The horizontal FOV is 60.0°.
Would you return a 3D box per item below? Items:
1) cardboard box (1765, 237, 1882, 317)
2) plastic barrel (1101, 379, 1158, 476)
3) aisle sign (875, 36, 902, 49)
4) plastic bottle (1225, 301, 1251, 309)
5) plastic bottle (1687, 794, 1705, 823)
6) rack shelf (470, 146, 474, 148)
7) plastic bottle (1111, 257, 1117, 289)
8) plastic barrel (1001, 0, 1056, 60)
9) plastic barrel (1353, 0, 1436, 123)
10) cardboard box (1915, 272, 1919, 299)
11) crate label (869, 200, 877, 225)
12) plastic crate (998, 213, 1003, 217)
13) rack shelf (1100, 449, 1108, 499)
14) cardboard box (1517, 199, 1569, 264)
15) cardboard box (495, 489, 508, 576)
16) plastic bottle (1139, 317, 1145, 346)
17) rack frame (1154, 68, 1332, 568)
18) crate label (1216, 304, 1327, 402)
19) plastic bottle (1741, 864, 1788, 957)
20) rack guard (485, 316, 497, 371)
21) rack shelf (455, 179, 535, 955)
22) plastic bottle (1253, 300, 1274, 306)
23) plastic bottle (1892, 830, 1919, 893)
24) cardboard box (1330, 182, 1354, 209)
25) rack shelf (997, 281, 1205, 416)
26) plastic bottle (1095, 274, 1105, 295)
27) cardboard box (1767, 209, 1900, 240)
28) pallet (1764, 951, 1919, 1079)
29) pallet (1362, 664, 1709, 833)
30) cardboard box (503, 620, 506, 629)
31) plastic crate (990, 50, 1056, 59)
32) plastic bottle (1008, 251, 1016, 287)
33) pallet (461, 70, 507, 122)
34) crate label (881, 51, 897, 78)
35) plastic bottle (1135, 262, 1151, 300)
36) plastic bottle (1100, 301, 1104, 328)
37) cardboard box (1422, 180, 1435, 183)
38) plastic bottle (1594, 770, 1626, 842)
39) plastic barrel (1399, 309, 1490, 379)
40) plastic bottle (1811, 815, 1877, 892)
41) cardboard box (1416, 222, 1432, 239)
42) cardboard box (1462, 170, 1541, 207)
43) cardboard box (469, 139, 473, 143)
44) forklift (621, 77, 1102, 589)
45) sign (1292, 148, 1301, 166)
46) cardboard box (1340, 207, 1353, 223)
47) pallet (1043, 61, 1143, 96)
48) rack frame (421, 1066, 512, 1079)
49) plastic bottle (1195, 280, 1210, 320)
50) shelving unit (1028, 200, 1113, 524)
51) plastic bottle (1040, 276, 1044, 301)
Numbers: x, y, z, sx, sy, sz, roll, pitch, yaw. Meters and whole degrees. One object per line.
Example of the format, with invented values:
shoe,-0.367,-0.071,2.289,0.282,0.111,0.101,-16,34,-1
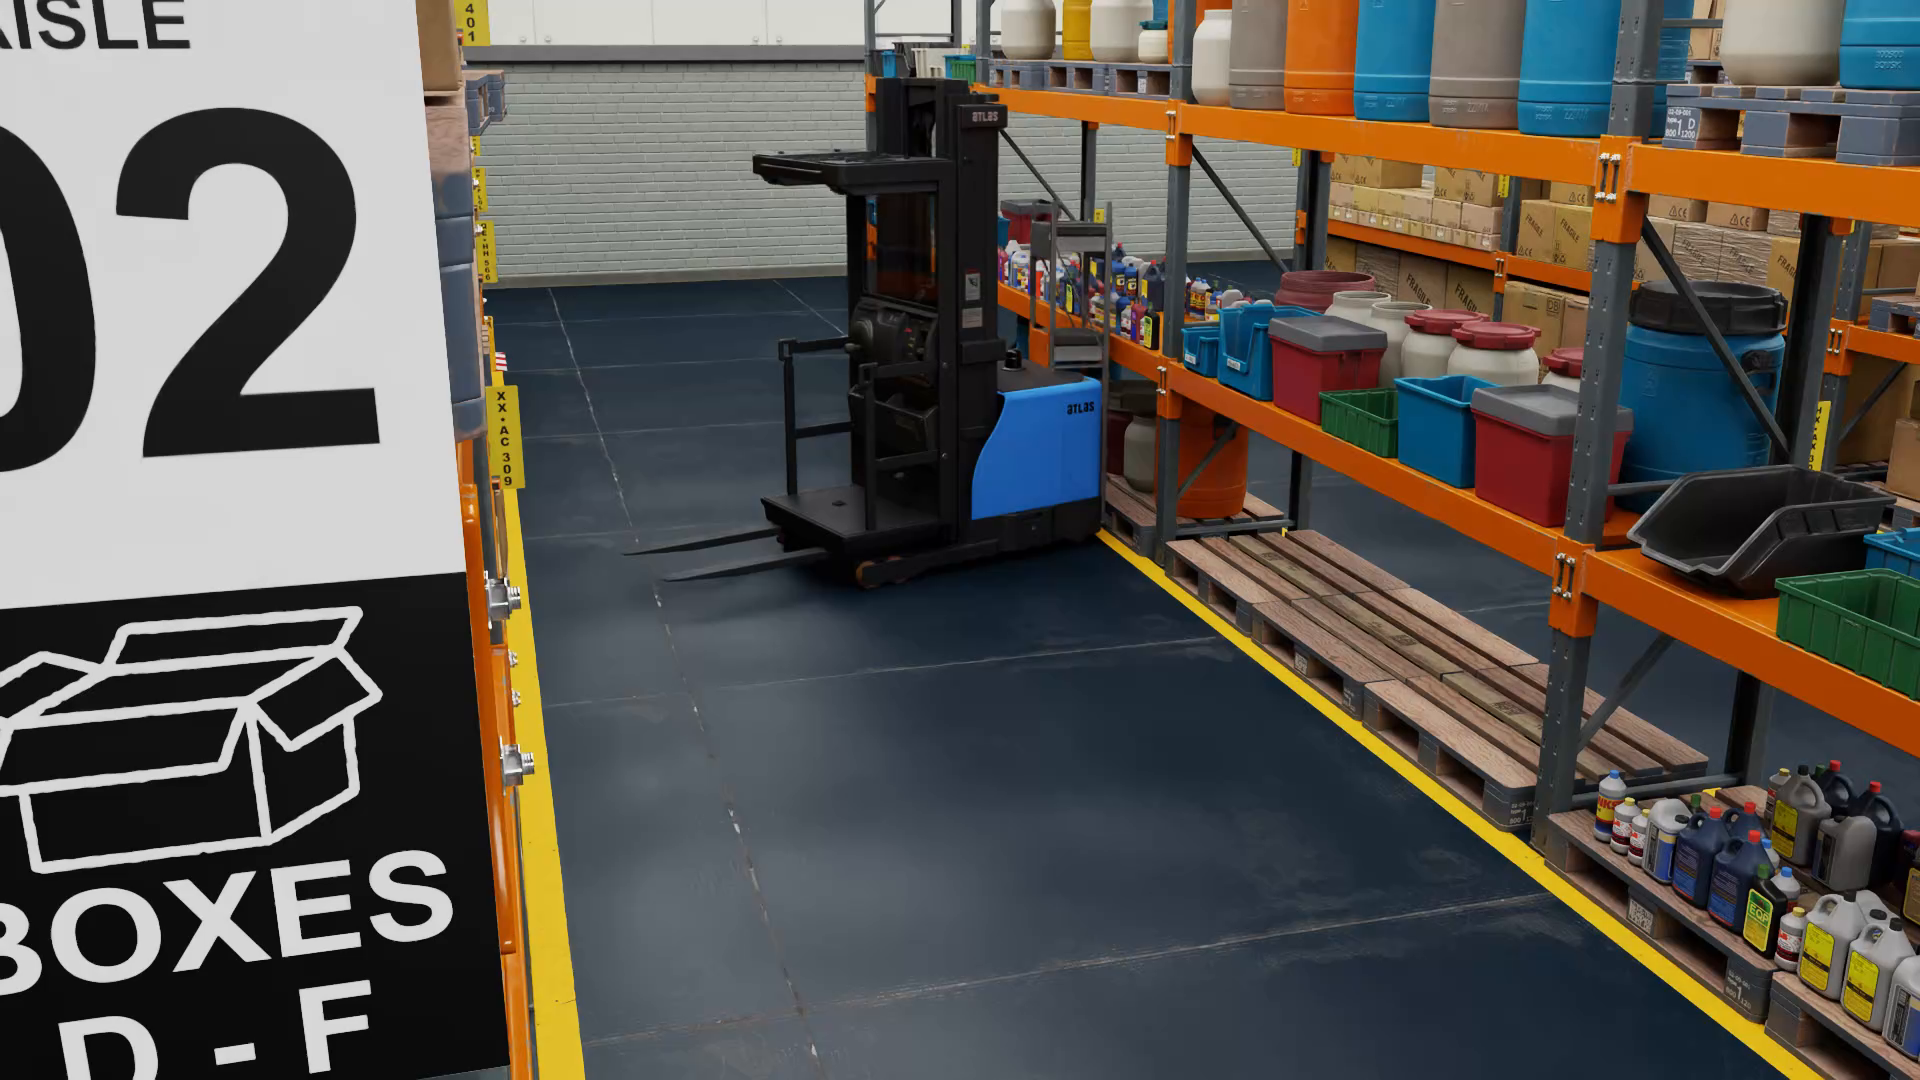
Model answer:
cardboard box,6.110,-1.872,11.797,0.500,0.500,0.500,-4,17,-14
plastic barrel,1.261,-0.808,11.891,0.600,0.588,0.708,-5,17,-15
aisle sign,-0.782,-4.770,17.100,0.394,0.787,0.004,-5,17,-15
plastic bottle,1.767,-1.390,10.580,0.152,0.276,0.135,-5,17,-15
plastic bottle,2.705,1.082,6.092,0.061,0.283,0.133,-5,17,-15
rack shelf,-3.591,-2.571,10.332,1.077,0.370,4.000,-5,17,-15
plastic bottle,1.166,-2.022,12.692,0.097,0.271,0.097,0,17,0
plastic barrel,0.526,-3.960,12.740,0.433,0.535,0.433,0,17,0
plastic barrel,2.113,-2.371,7.547,0.600,0.901,0.708,-5,17,-15
cardboard box,6.671,-1.810,10.861,0.500,0.500,0.500,-7,18,-22
crate label,-0.725,-3.383,17.187,0.416,0.233,0.303,-5,17,-15
plastic crate,0.380,-2.831,15.265,0.437,0.282,0.530,-5,17,-15
rack shelf,0.714,-0.481,11.185,0.431,0.518,0.480,-3,13,-13
cardboard box,5.271,-2.715,14.602,0.500,0.500,0.500,-5,17,-15
cardboard box,-2.892,-0.087,9.609,0.500,0.500,0.500,-4,17,-13
plastic bottle,1.186,-1.332,10.519,0.097,0.201,0.097,0,17,0
rack frame,1.722,-1.316,10.119,1.000,3.000,0.127,-5,17,-15
crate label,1.735,-1.037,9.127,0.502,0.435,0.616,-5,17,-15
plastic bottle,2.701,1.238,5.573,0.061,0.283,0.133,-4,17,-13
rack guard,-5.219,-1.920,16.475,1.175,0.500,0.348,-5,17,-15
rack shelf,-1.393,-0.358,2.965,1.077,0.370,4.000,-5,17,-15
plastic bottle,1.914,-1.402,10.620,0.152,0.276,0.135,-5,17,-15
plastic bottle,3.413,1.131,5.930,0.061,0.283,0.133,-4,17,-12
cardboard box,4.307,-3.694,17.778,0.500,0.250,0.500,-5,17,-16
rack shelf,1.172,-1.525,12.064,1.077,0.370,4.000,-5,17,-15
plastic bottle,0.974,-1.717,11.656,0.061,0.283,0.133,-5,17,-15
cardboard box,6.299,-2.439,11.941,0.797,0.503,0.637,-4,17,-13
pallet,3.305,1.653,5.081,1.003,0.211,1.213,-5,17,-15
pallet,2.568,0.912,7.549,1.003,0.211,1.213,-5,17,-15
cardboard box,-2.240,0.469,7.251,0.500,0.311,0.500,-4,17,-14
plastic crate,0.545,-4.162,14.605,0.497,0.269,0.590,-5,17,-15
plastic bottle,0.426,-2.131,13.057,0.097,0.271,0.097,0,17,0
pallet,-2.769,-2.091,7.813,1.213,0.211,1.003,-4,17,-13
crate label,-0.534,-4.613,16.141,0.408,0.251,0.502,-5,17,-15
plastic bottle,1.381,-1.938,12.404,0.152,0.276,0.135,-5,17,-15
plastic bottle,0.989,-1.531,11.179,0.097,0.201,0.097,0,17,0
cardboard box,4.813,-3.738,17.924,0.500,0.250,0.500,-5,17,-16
plastic bottle,2.487,1.009,6.356,0.097,0.271,0.097,0,17,0
plastic barrel,2.449,-0.879,8.428,0.433,0.535,0.433,0,17,0
plastic bottle,3.192,1.111,6.008,0.152,0.276,0.135,-5,17,-15
cardboard box,4.703,-3.037,16.284,0.380,0.149,0.250,-4,17,-14
cardboard box,5.001,-3.350,15.329,0.500,0.500,0.500,-4,17,-14
cardboard box,-4.567,-3.281,14.748,0.500,0.500,0.500,-4,17,-14
forklift,-0.584,-1.280,10.117,3.031,2.935,1.130,-11,20,-32
sign,3.750,-4.331,18.513,0.100,0.325,0.005,-5,17,-15
cardboard box,4.281,-3.462,17.700,0.380,0.149,0.250,-5,17,-16
pallet,1.247,-3.246,11.658,1.003,0.211,1.213,-5,17,-15
rack frame,-0.843,1.288,1.452,1.000,3.000,0.127,-5,17,-15
plastic bottle,1.681,-1.662,11.496,0.097,0.271,0.097,0,17,0
shelving unit,0.717,-1.177,11.028,0.431,2.100,0.503,-3,13,-13
plastic bottle,0.643,-1.879,12.337,0.097,0.201,0.097,0,17,0
